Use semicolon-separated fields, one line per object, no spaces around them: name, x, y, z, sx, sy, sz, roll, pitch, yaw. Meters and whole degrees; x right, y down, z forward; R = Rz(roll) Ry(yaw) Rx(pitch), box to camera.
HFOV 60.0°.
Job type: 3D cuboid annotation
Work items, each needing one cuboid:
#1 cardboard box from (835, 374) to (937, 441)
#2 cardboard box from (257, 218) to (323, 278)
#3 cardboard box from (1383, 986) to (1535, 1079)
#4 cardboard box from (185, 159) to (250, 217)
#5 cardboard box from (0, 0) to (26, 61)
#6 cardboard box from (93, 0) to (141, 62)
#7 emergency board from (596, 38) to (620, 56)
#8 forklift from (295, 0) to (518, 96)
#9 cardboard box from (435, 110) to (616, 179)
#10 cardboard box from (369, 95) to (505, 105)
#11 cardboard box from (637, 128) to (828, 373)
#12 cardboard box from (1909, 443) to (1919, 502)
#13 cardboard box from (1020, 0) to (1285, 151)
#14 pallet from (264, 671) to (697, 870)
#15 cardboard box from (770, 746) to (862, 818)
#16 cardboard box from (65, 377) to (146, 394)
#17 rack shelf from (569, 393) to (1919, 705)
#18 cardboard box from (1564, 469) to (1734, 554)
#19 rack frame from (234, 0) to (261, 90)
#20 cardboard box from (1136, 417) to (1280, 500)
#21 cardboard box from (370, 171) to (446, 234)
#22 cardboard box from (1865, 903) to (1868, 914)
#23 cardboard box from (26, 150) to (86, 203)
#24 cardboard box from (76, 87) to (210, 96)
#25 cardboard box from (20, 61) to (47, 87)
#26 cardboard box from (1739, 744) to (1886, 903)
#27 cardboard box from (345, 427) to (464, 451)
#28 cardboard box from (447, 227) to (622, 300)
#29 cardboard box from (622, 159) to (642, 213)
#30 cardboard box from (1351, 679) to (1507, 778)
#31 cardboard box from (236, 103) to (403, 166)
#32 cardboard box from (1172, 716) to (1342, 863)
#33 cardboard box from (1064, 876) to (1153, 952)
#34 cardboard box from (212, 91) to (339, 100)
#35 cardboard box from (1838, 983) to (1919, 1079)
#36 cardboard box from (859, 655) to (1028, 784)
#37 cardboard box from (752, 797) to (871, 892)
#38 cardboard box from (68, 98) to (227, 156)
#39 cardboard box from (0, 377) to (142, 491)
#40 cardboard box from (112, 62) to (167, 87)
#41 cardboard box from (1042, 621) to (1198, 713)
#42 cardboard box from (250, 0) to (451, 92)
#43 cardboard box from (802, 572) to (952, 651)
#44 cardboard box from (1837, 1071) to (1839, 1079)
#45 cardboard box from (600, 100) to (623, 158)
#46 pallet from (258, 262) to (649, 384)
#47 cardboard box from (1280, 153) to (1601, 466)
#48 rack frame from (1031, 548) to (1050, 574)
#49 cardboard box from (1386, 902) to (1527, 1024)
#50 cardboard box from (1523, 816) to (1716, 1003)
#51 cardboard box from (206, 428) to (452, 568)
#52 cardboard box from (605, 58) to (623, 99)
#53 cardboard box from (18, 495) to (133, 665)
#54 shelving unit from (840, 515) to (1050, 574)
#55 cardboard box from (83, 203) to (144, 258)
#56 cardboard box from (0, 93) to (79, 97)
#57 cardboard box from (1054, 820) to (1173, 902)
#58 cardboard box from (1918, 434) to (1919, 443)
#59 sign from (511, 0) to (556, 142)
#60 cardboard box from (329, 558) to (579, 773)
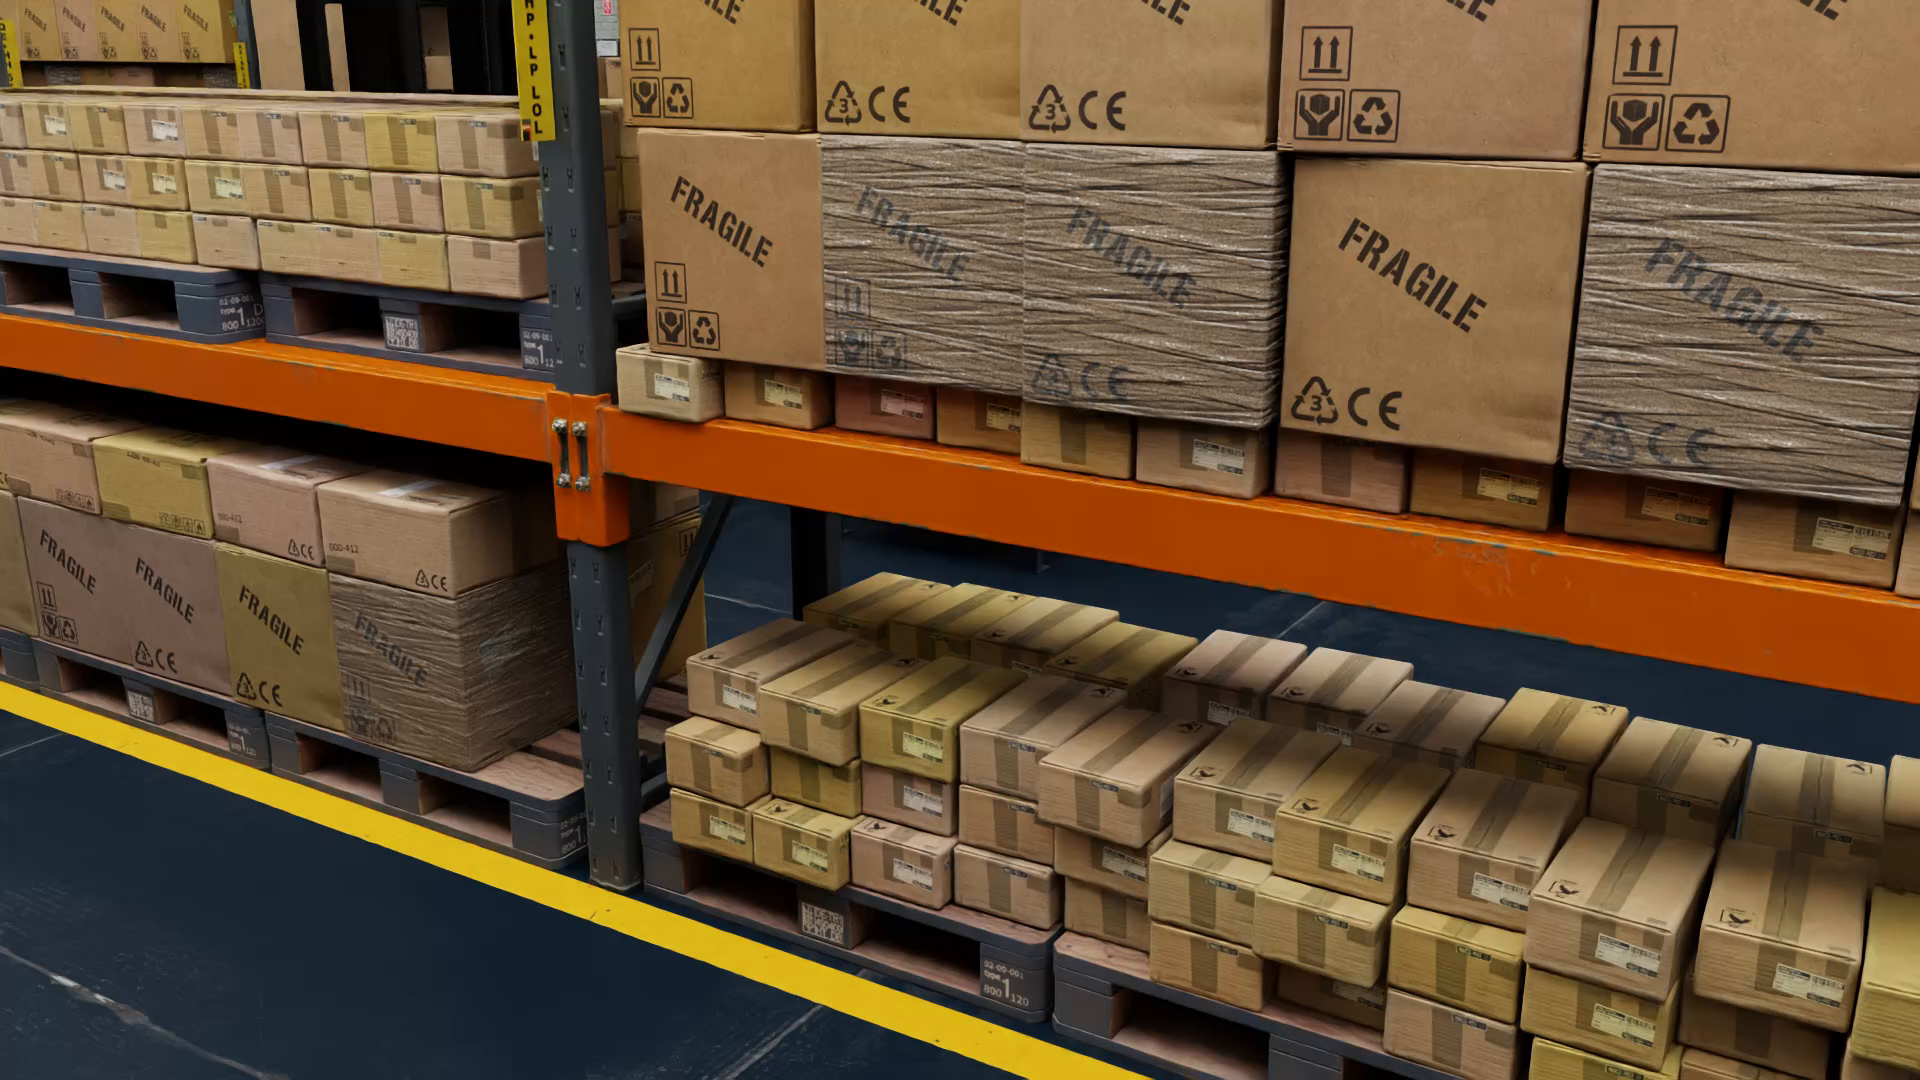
cardboard box;-0.081;-0.349;3.803;0.250;0.149;0.380;9;19;28
cardboard box;-1.753;-0.850;4.729;0.250;0.149;0.380;9;19;27
cardboard box;1.044;0.921;3.370;0.250;0.149;0.380;11;20;31
cardboard box;-1.998;-1.036;4.827;0.250;0.149;0.380;9;19;27
cardboard box;-7.460;-4.120;13.380;0.500;0.500;0.500;10;20;30
cardboard box;-6.179;-3.893;12.632;0.500;0.500;0.500;10;20;30
emergency board;-6.581;-8.767;31.081;0.643;1.169;0.194;10;20;30
forklift;-2.943;-1.800;8.265;3.031;2.935;1.130;8;19;24
cardboard box;-1.109;-1.020;4.265;0.250;0.149;0.380;11;20;33
cardboard box;-1.647;-1.339;5.316;0.250;0.149;0.380;10;20;30
cardboard box;-0.374;-0.695;3.823;0.500;0.500;0.500;10;19;29
cardboard box;1.907;-0.132;3.088;0.250;0.149;0.380;11;20;33
cardboard box;0.455;-1.022;3.182;0.500;0.500;0.500;10;20;31
pallet;-1.329;0.574;5.129;1.213;0.211;1.003;10;20;30
cardboard box;-0.260;0.529;4.149;0.250;0.149;0.380;10;20;30
cardboard box;-2.917;-0.501;6.158;0.500;0.250;0.500;10;20;31
rack shelf;1.040;0.006;3.438;4.000;0.370;1.077;10;20;30
cardboard box;1.267;-0.111;3.018;0.250;0.149;0.380;9;19;28
rack frame;-4.800;-3.072;12.334;0.127;3.000;1.000;10;20;30
cardboard box;0.553;-0.210;3.343;0.250;0.149;0.380;11;20;32
cardboard box;-1.332;-0.917;4.436;0.250;0.149;0.380;10;20;30
cardboard box;1.811;0.707;3.564;0.250;0.149;0.380;11;20;32
cardboard box;-2.668;-1.155;5.220;0.250;0.149;0.380;10;20;30
cardboard box;-2.979;-1.576;6.096;0.250;0.149;0.380;11;20;32
cardboard box;-7.265;-3.734;13.829;0.500;0.500;0.875;10;20;30
cardboard box;1.775;0.581;3.465;0.250;0.149;0.380;9;19;27
cardboard box;-1.611;-0.264;5.378;0.500;0.250;0.500;11;20;32
cardboard box;-1.106;-0.734;4.348;0.250;0.149;0.380;10;19;29
cardboard box;-0.759;-1.039;4.839;0.250;0.149;0.380;10;20;31
cardboard box;1.079;0.471;3.829;0.250;0.149;0.380;10;20;30
cardboard box;-1.781;-1.141;4.662;0.250;0.149;0.380;10;20;30
cardboard box;0.649;0.537;3.612;0.250;0.149;0.380;9;19;28
cardboard box;0.433;0.780;3.836;0.250;0.149;0.380;9;19;28
cardboard box;-2.315;-1.458;5.706;0.250;0.149;0.380;11;20;33
cardboard box;1.701;0.899;2.932;0.250;0.149;0.380;9;19;28
cardboard box;-0.034;0.423;3.987;0.250;0.149;0.380;10;19;29
cardboard box;-0.296;0.696;4.110;0.250;0.149;0.380;11;20;32
cardboard box;-2.449;-1.259;5.052;0.250;0.149;0.380;10;19;29
cardboard box;-3.180;-0.372;5.734;0.500;0.250;0.500;10;19;29
cardboard box;-6.037;-3.482;12.999;0.500;0.500;0.875;10;20;30
cardboard box;0.410;0.350;4.228;0.250;0.149;0.380;11;20;32
cardboard box;-4.196;-3.405;11.674;1.000;1.000;1.000;10;20;30
cardboard box;-0.225;0.226;4.636;0.250;0.149;0.380;11;20;32
cardboard box;1.734;1.025;3.027;0.250;0.149;0.380;10;20;30
cardboard box;-1.000;-1.222;4.931;0.250;0.149;0.380;11;20;32
pallet;-1.240;-0.703;4.864;1.213;0.211;1.003;10;20;30
cardboard box;0.934;-0.461;3.055;0.500;0.500;0.500;11;20;33
rack frame;0.439;-0.460;6.960;0.032;1.125;0.500;10;20;30
cardboard box;1.044;0.780;3.324;0.250;0.149;0.380;11;20;33
cardboard box;1.244;0.684;3.126;0.250;0.149;0.380;11;20;32
cardboard box;-1.862;-0.138;4.963;0.500;0.250;0.500;11;20;33
cardboard box;-1.872;-2.785;10.493;0.500;0.500;0.500;8;18;23
cardboard box;-2.734;0.068;5.576;0.500;0.500;0.500;10;19;29
shelving unit;0.006;-0.537;7.214;1.048;1.125;0.538;10;20;30
cardboard box;-2.445;-0.972;5.131;0.250;0.149;0.380;9;19;28
cardboard box;-3.118;-1.379;5.445;0.250;0.149;0.380;9;19;28
cardboard box;0.417;0.647;3.762;0.250;0.149;0.380;11;20;33
cardboard box;2.037;-0.436;2.971;0.500;0.500;0.500;10;20;30
sign;-0.952;-1.058;3.712;0.005;0.325;0.100;10;20;30
cardboard box;-1.427;0.303;4.802;0.500;0.500;0.500;10;19;29
